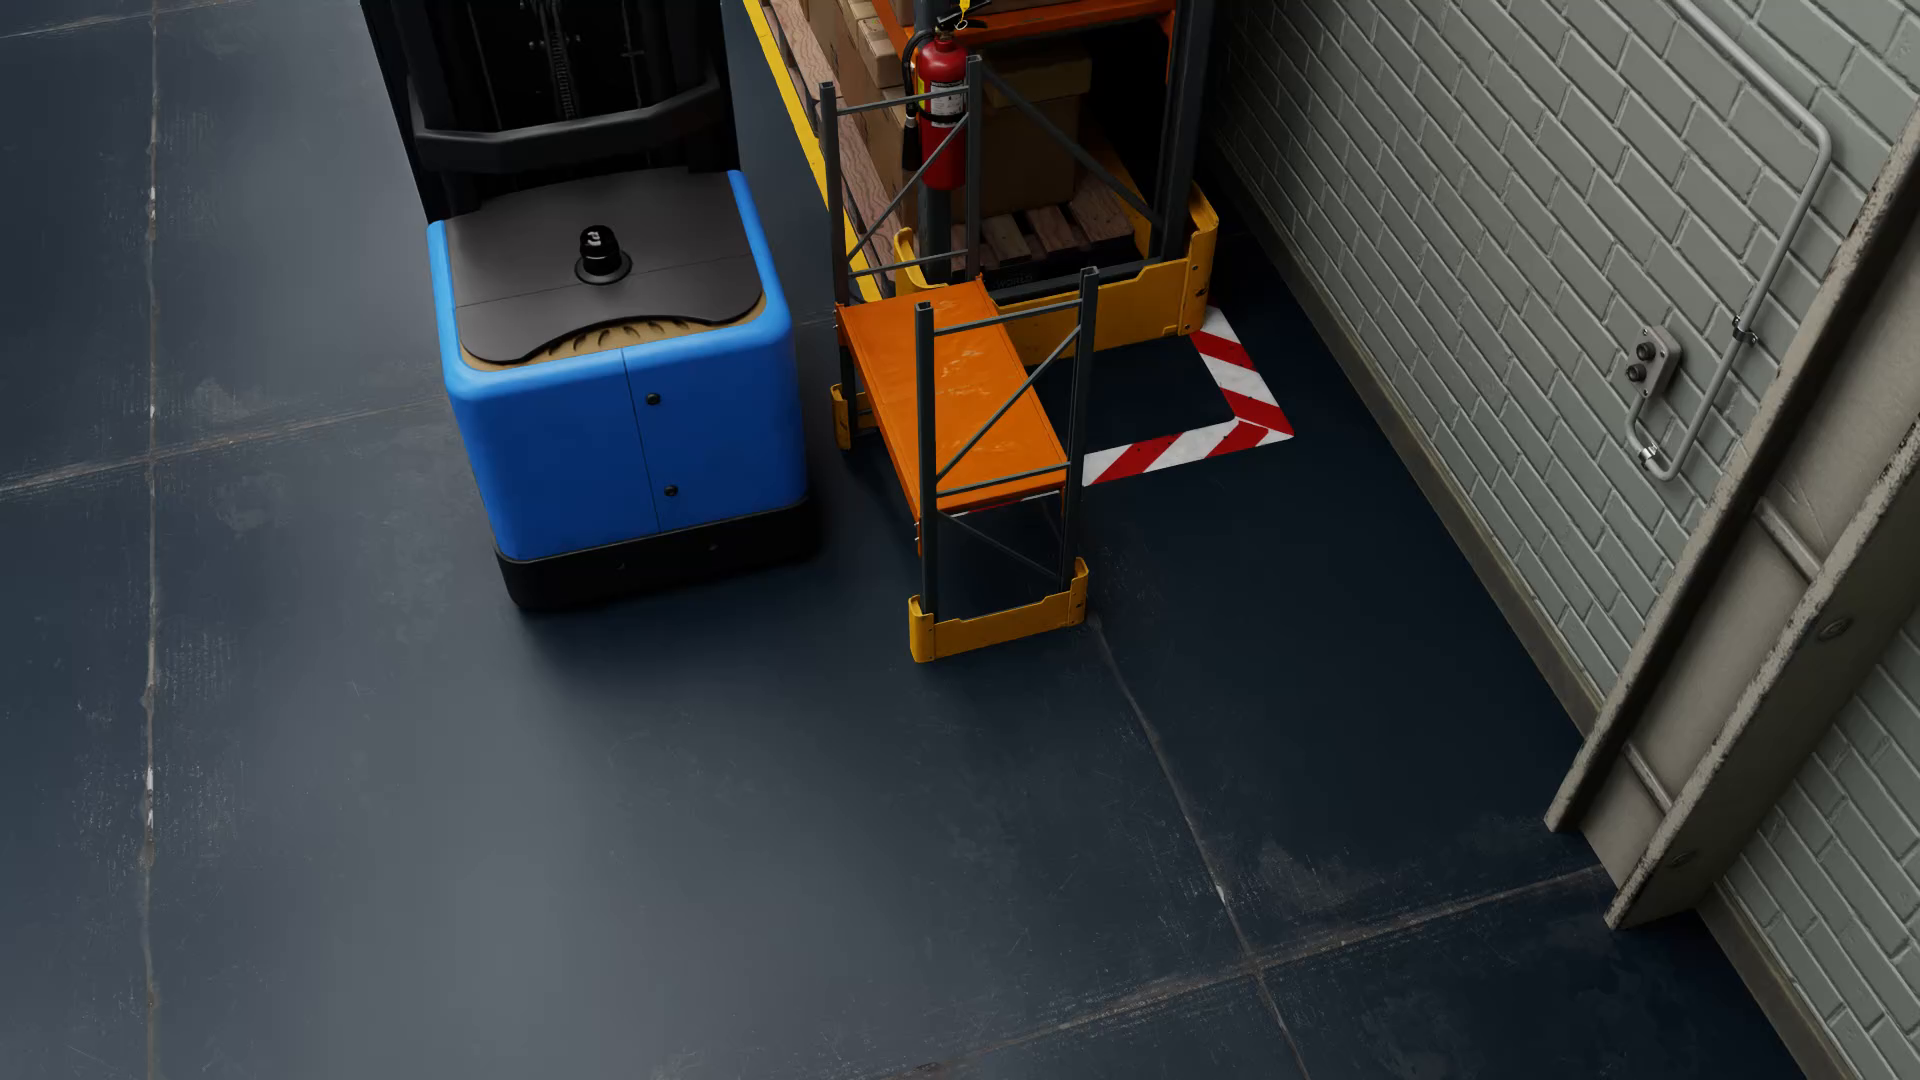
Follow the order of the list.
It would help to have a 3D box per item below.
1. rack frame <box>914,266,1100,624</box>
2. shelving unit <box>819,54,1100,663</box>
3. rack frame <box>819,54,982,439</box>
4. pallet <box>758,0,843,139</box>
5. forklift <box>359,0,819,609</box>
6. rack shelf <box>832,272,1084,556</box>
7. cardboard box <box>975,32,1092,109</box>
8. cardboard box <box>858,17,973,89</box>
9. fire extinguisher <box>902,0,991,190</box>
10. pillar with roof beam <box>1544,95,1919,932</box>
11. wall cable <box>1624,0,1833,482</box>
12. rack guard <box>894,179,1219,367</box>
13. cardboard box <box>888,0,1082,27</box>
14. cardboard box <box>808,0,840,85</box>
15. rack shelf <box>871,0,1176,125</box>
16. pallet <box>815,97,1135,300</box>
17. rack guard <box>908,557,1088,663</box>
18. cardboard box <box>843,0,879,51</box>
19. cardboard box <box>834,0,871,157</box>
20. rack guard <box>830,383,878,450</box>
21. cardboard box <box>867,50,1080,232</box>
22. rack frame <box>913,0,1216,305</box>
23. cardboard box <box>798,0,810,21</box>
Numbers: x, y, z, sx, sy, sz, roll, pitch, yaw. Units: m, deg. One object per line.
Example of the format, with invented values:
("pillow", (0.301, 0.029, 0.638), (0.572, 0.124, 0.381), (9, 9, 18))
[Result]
("rack frame", (0.125, -0.174, 4.916), (0.500, 1.500, 0.032), (-13, 51, -11))
("shelving unit", (-0.023, -0.539, 5.223), (0.587, 1.500, 1.083), (-13, 51, -11))
("rack frame", (-0.176, -0.917, 5.542), (0.500, 1.500, 0.032), (-13, 51, -11))
("pallet", (-0.322, -2.349, 7.592), (1.003, 0.211, 1.213), (-13, 51, -11))
("forklift", (-1.377, -1.874, 5.412), (1.130, 2.935, 3.031), (-12, 51, -10))
("rack shelf", (-0.025, -0.430, 5.367), (0.538, 0.185, 1.000), (-13, 51, -11))
("cardboard box", (0.272, -1.773, 6.219), (0.380, 0.149, 0.250), (-13, 51, -11))
("cardboard box", (-0.168, -1.872, 6.302), (0.380, 0.149, 0.250), (-14, 51, -11))
("fire extinguisher", (-0.050, -1.432, 5.290), (0.296, 0.674, 0.183), (-13, 51, -11))
("pillar with roof beam", (-2.141, -0.976, 0.687), (9.100, 9.000, 0.400), (-13, 51, -11))
("wall cable", (1.629, -1.398, 4.302), (0.084, 1.984, 1.851), (-13, 51, -11))
("rack guard", (0.354, -0.969, 6.240), (1.175, 0.500, 0.348), (-13, 51, -11))
("cardboard box", (0.186, -2.259, 5.496), (0.980, 0.700, 0.700), (-11, 51, -9))
("cardboard box", (-0.253, -2.343, 7.124), (0.700, 0.500, 0.500), (-15, 51, -12))
("rack shelf", (-0.245, -3.021, 6.805), (1.077, 0.370, 4.000), (-13, 51, -11))
("pallet", (0.035, -1.460, 6.842), (1.003, 0.211, 1.213), (-13, 51, -11))
("rack guard", (0.125, 0.227, 5.395), (0.587, 0.250, 0.087), (-13, 51, -11))
("cardboard box", (-0.244, -2.059, 6.460), (0.380, 0.149, 0.250), (-12, 51, -10))
("cardboard box", (-0.104, -1.976, 6.814), (0.700, 0.500, 0.500), (-13, 51, -11))
("rack guard", (-0.170, -0.500, 6.008), (0.587, 0.250, 0.087), (-13, 51, -11))
("cardboard box", (0.044, -1.610, 6.506), (0.700, 0.500, 0.500), (-13, 51, -11))
("rack frame", (0.347, -1.792, 5.299), (1.000, 3.000, 0.127), (-13, 51, -11))
("cardboard box", (-0.418, -2.731, 7.450), (0.700, 0.500, 0.500), (-12, 51, -10))
